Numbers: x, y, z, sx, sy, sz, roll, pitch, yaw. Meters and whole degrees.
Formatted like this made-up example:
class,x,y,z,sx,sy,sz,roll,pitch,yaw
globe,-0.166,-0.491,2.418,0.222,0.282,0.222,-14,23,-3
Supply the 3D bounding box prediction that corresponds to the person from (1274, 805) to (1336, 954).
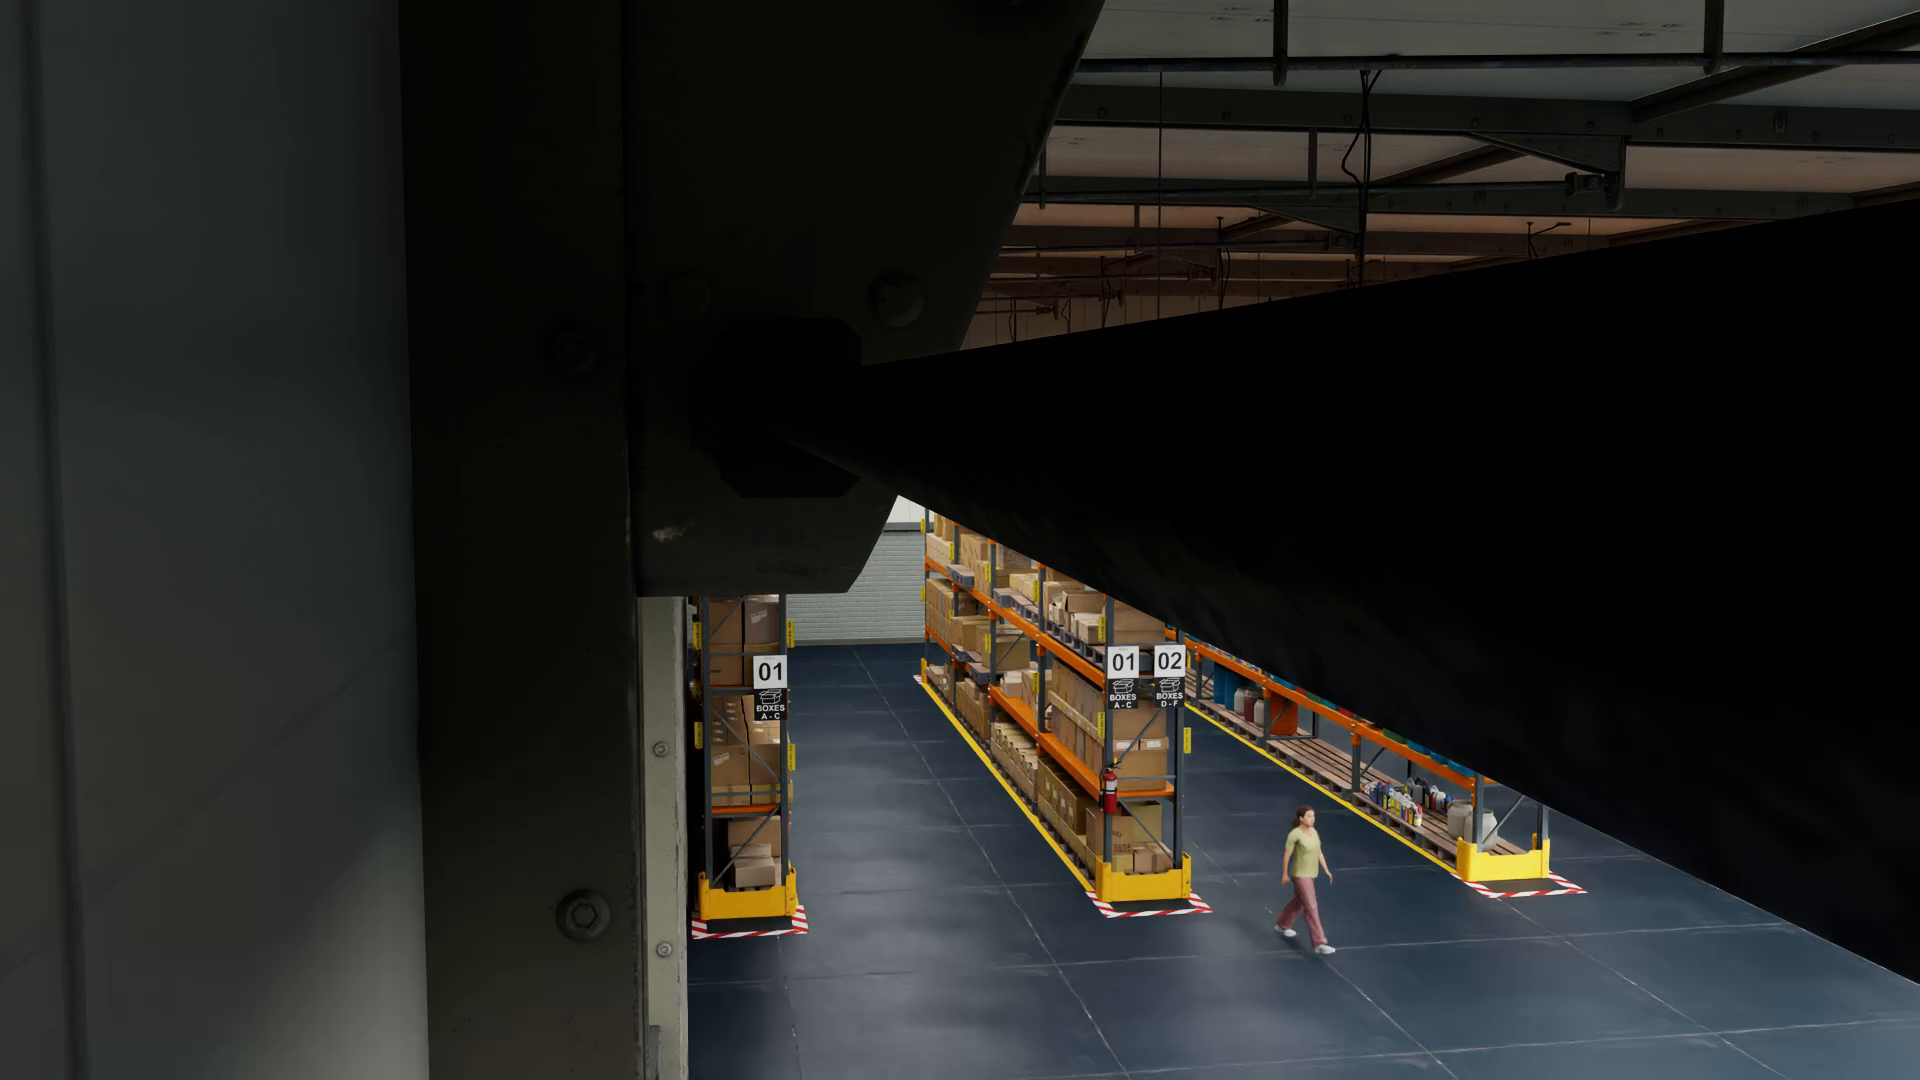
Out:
class,x,y,z,sx,sy,sz,roll,pitch,yaw
person,3.974,3.834,18.994,0.519,1.606,1.048,-5,7,-44
